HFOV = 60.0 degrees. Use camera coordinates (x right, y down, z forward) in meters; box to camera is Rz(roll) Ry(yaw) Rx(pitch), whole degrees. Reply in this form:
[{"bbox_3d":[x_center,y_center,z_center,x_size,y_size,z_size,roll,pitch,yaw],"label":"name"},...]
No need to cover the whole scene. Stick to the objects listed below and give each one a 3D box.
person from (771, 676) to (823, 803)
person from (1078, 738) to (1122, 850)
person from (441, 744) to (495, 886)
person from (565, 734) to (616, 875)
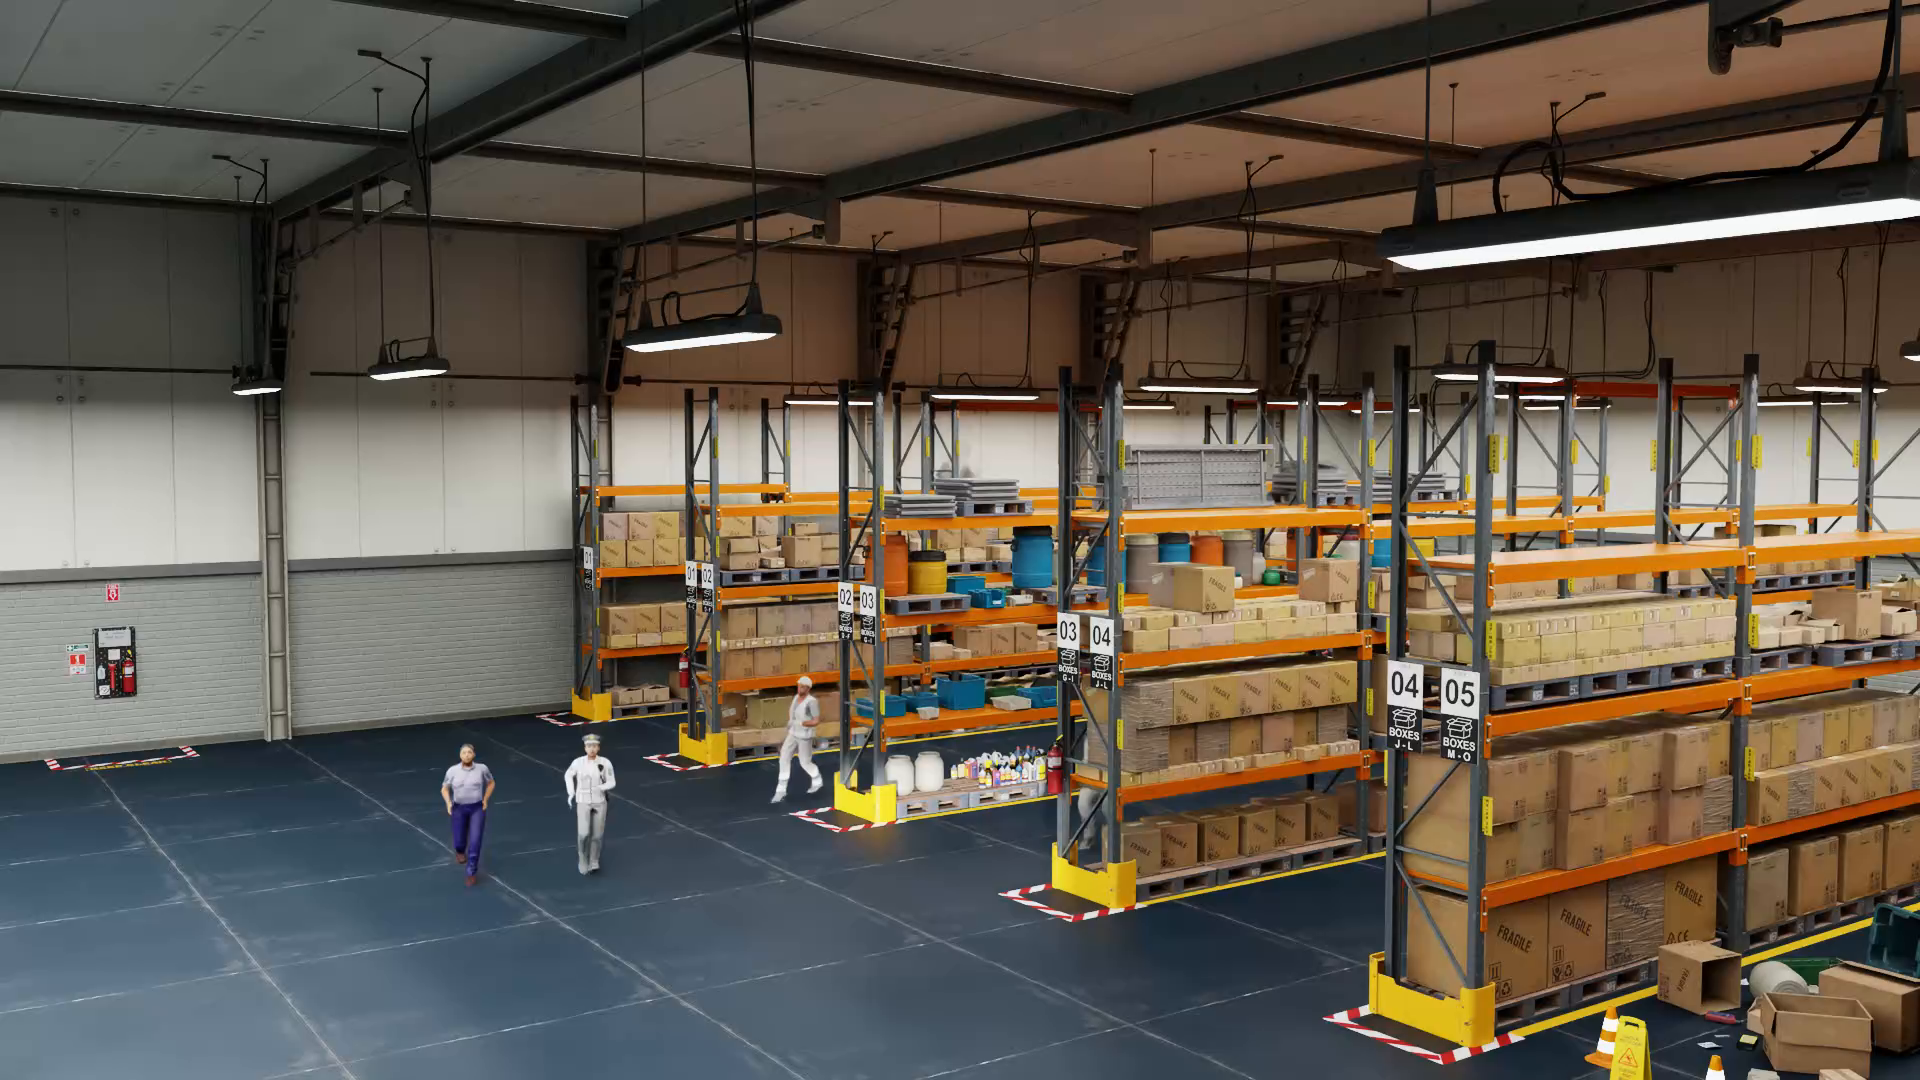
[{"bbox_3d":[-2.258,2.844,23.852,0.683,1.807,0.901,3,5,42],"label":"person"},{"bbox_3d":[1.778,3.029,21.054,0.691,1.855,0.651,-3,4,-40],"label":"person"},{"bbox_3d":[-5.777,3.203,19.561,0.608,1.612,0.685,-1,4,-17],"label":"person"},{"bbox_3d":[-4.373,3.129,19.705,0.583,1.673,0.649,-1,4,-15],"label":"person"}]
